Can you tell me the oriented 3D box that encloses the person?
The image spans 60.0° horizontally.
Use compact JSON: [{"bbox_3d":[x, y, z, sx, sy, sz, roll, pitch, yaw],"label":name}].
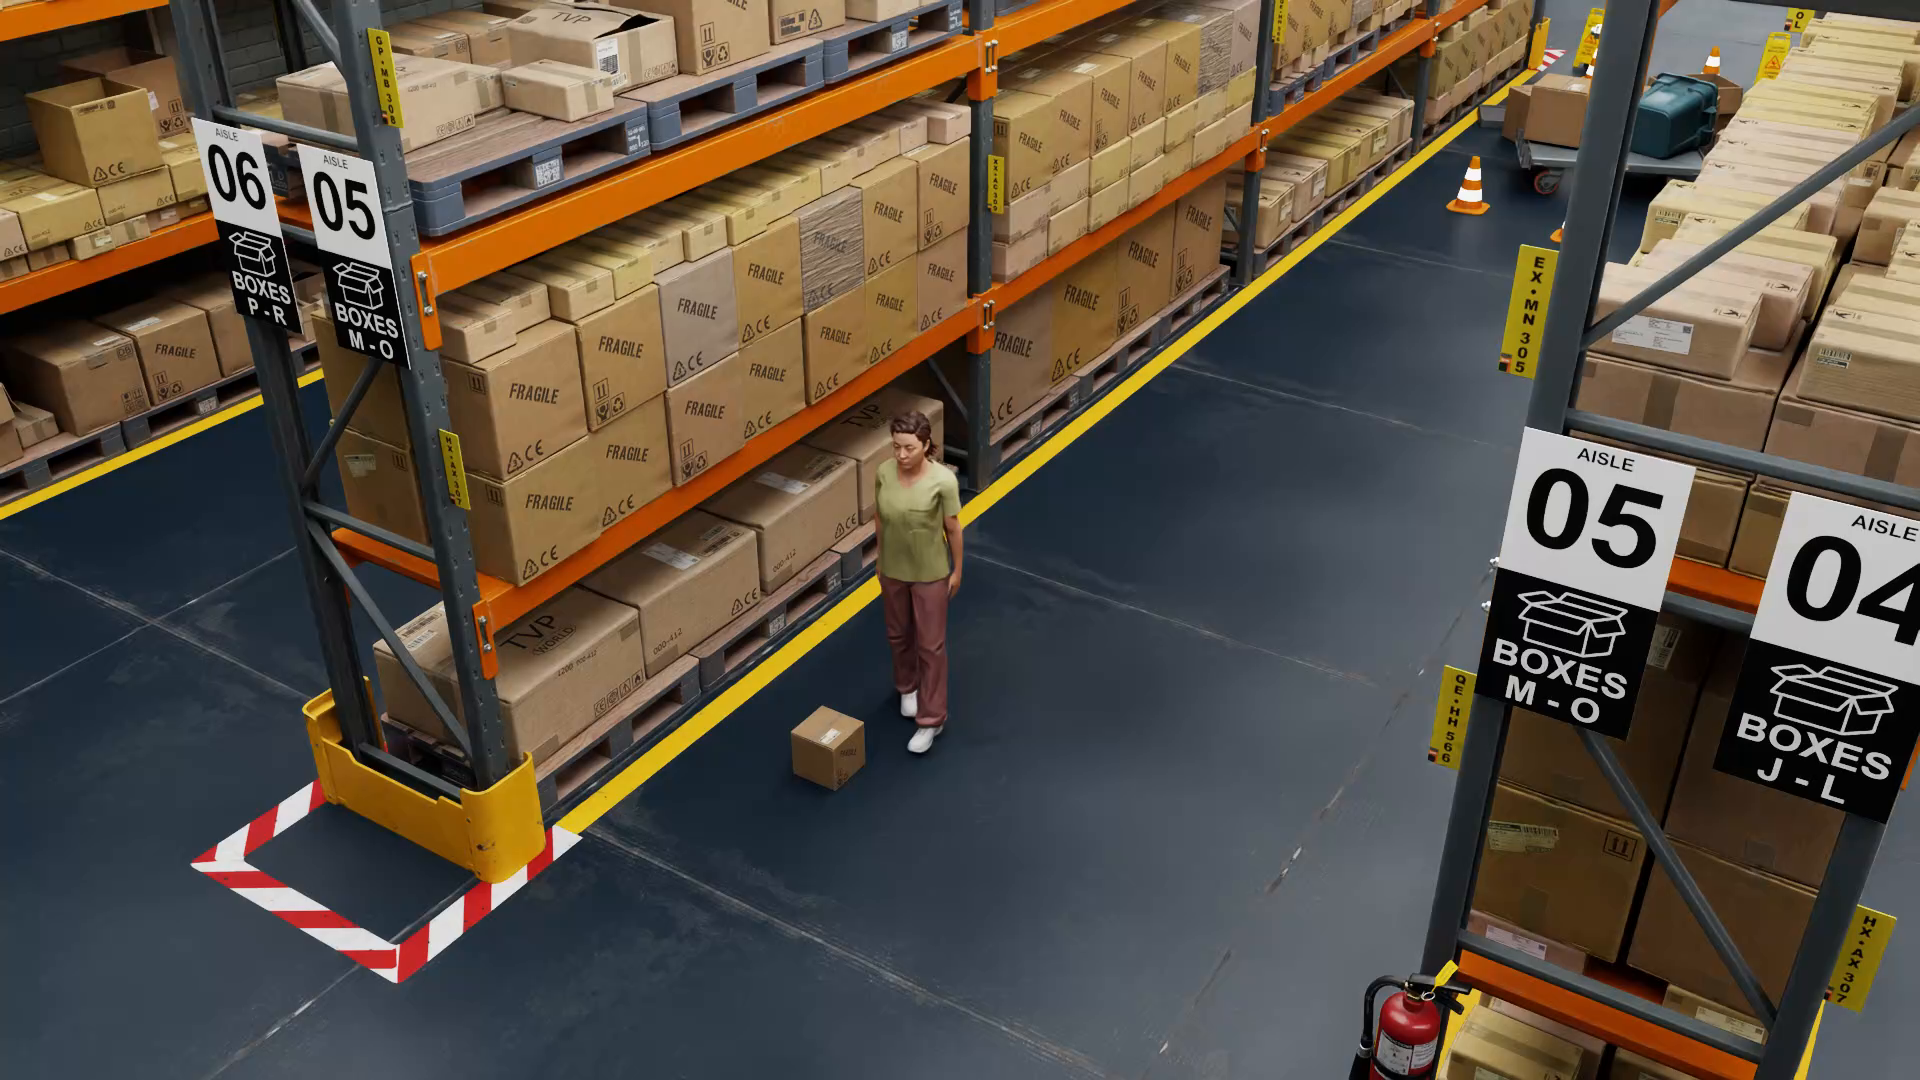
[{"bbox_3d":[-0.244,0.179,7.867,0.453,1.667,0.560,12,33,19],"label":"person"}]
